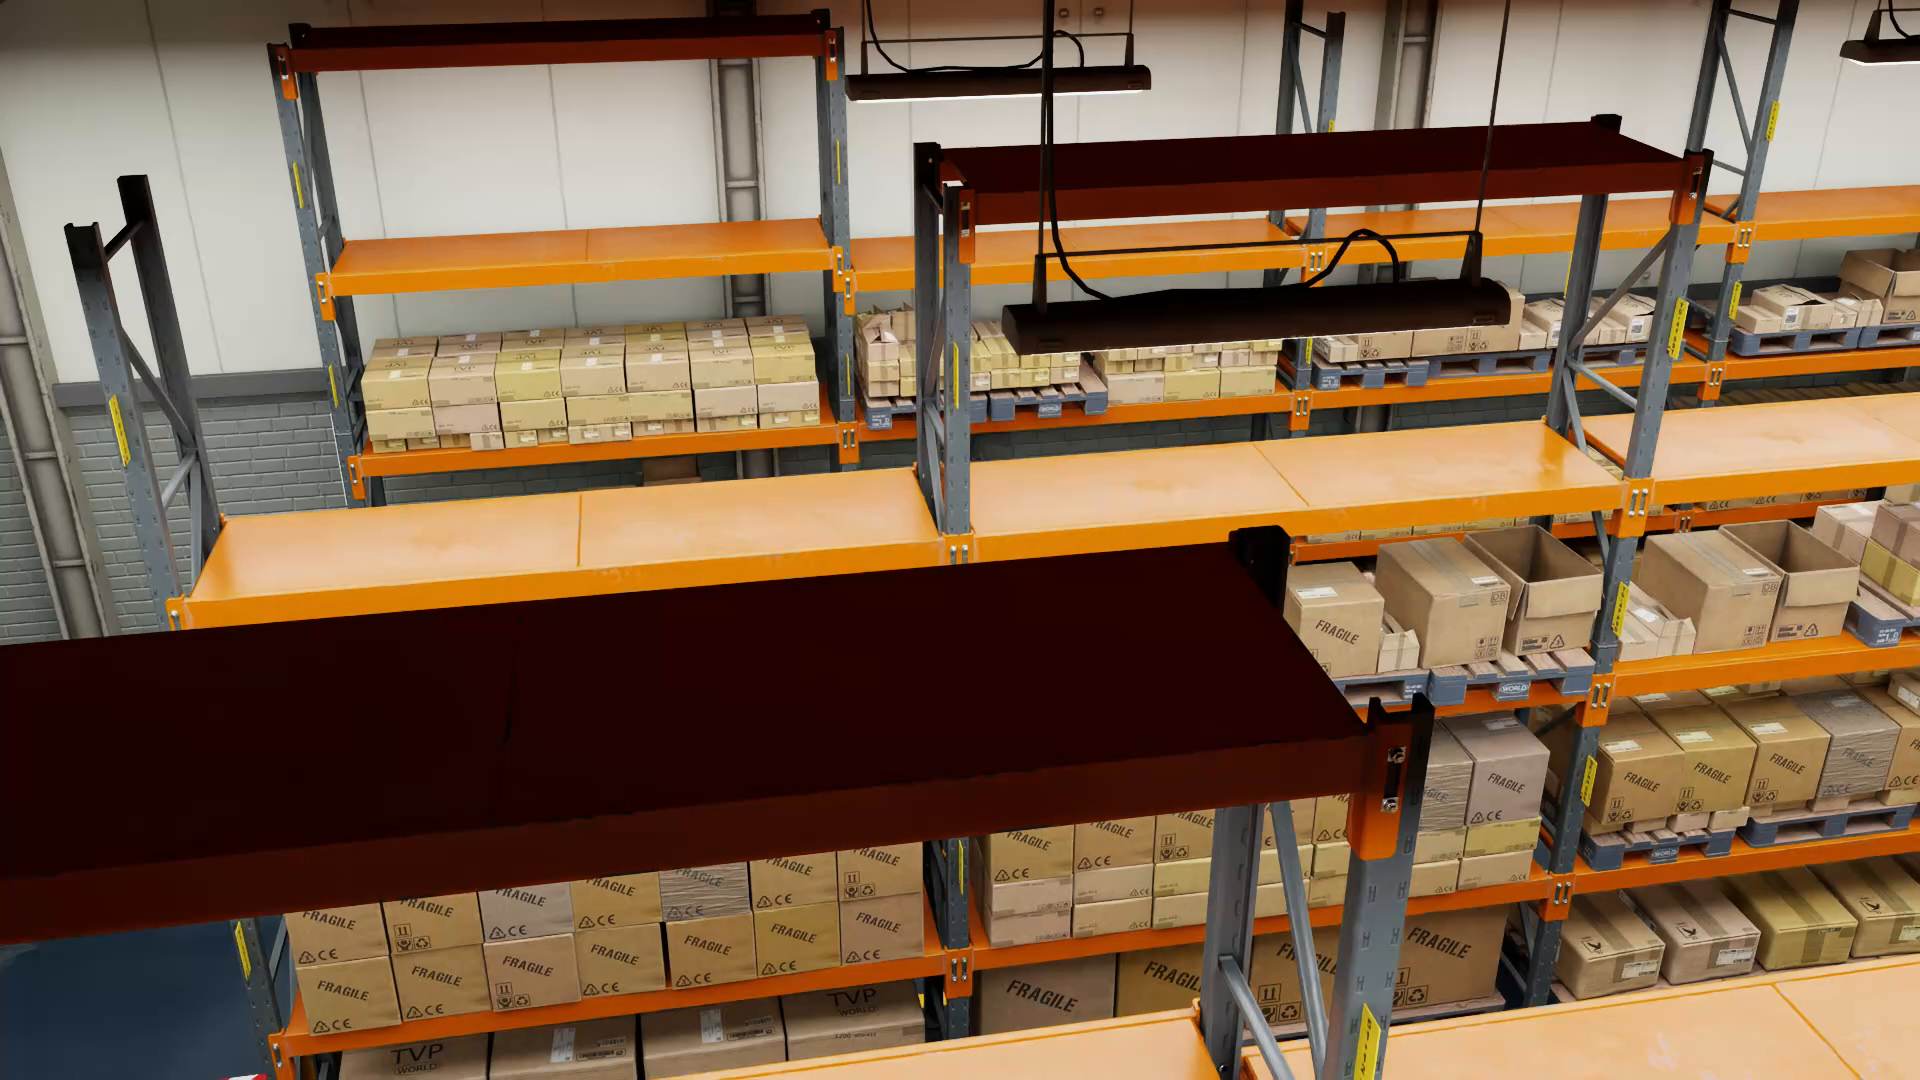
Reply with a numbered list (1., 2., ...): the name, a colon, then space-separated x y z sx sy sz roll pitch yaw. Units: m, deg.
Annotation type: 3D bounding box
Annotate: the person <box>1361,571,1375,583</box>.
1. person: 3.291 1.025 13.827 0.658 1.705 0.563 -10 28 -20
